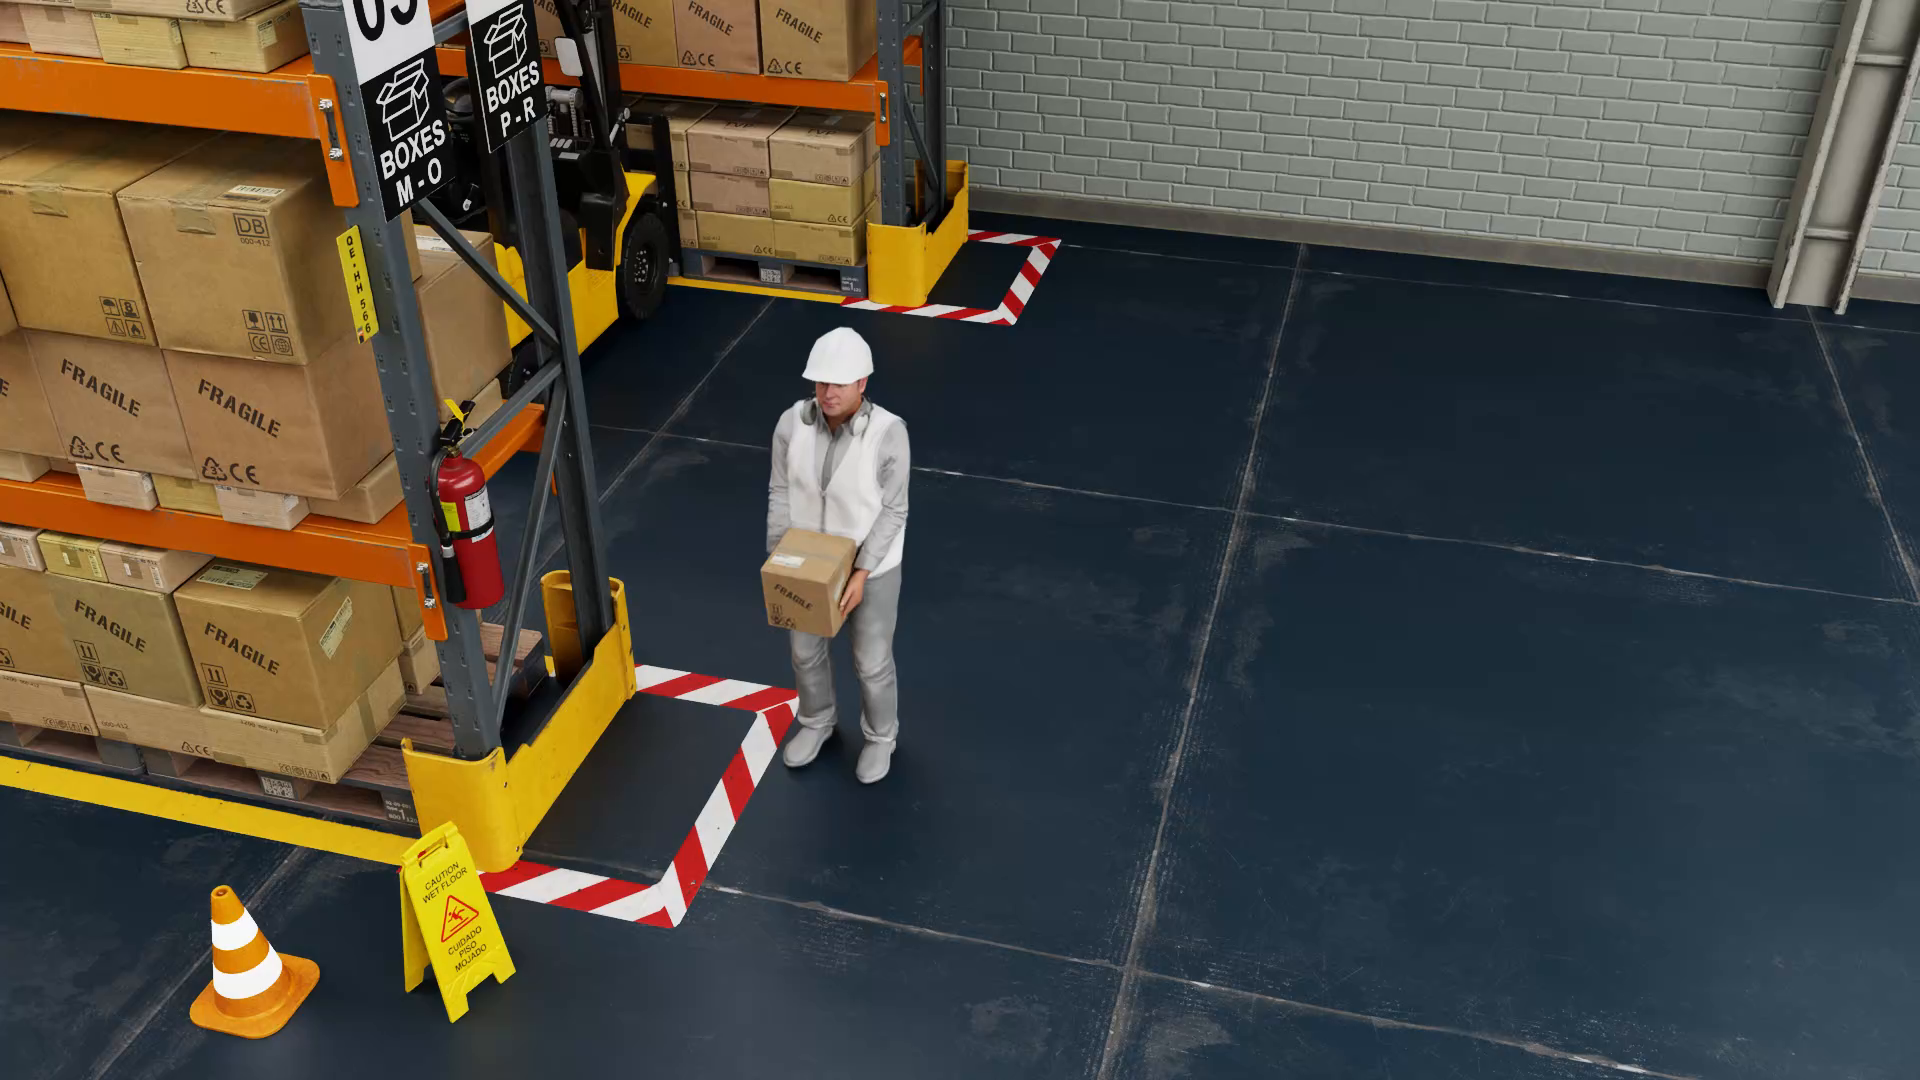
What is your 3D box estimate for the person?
[{"bbox_3d":[-0.442,0.100,5.954,0.528,1.777,0.529,11,34,16],"label":"person"}]
